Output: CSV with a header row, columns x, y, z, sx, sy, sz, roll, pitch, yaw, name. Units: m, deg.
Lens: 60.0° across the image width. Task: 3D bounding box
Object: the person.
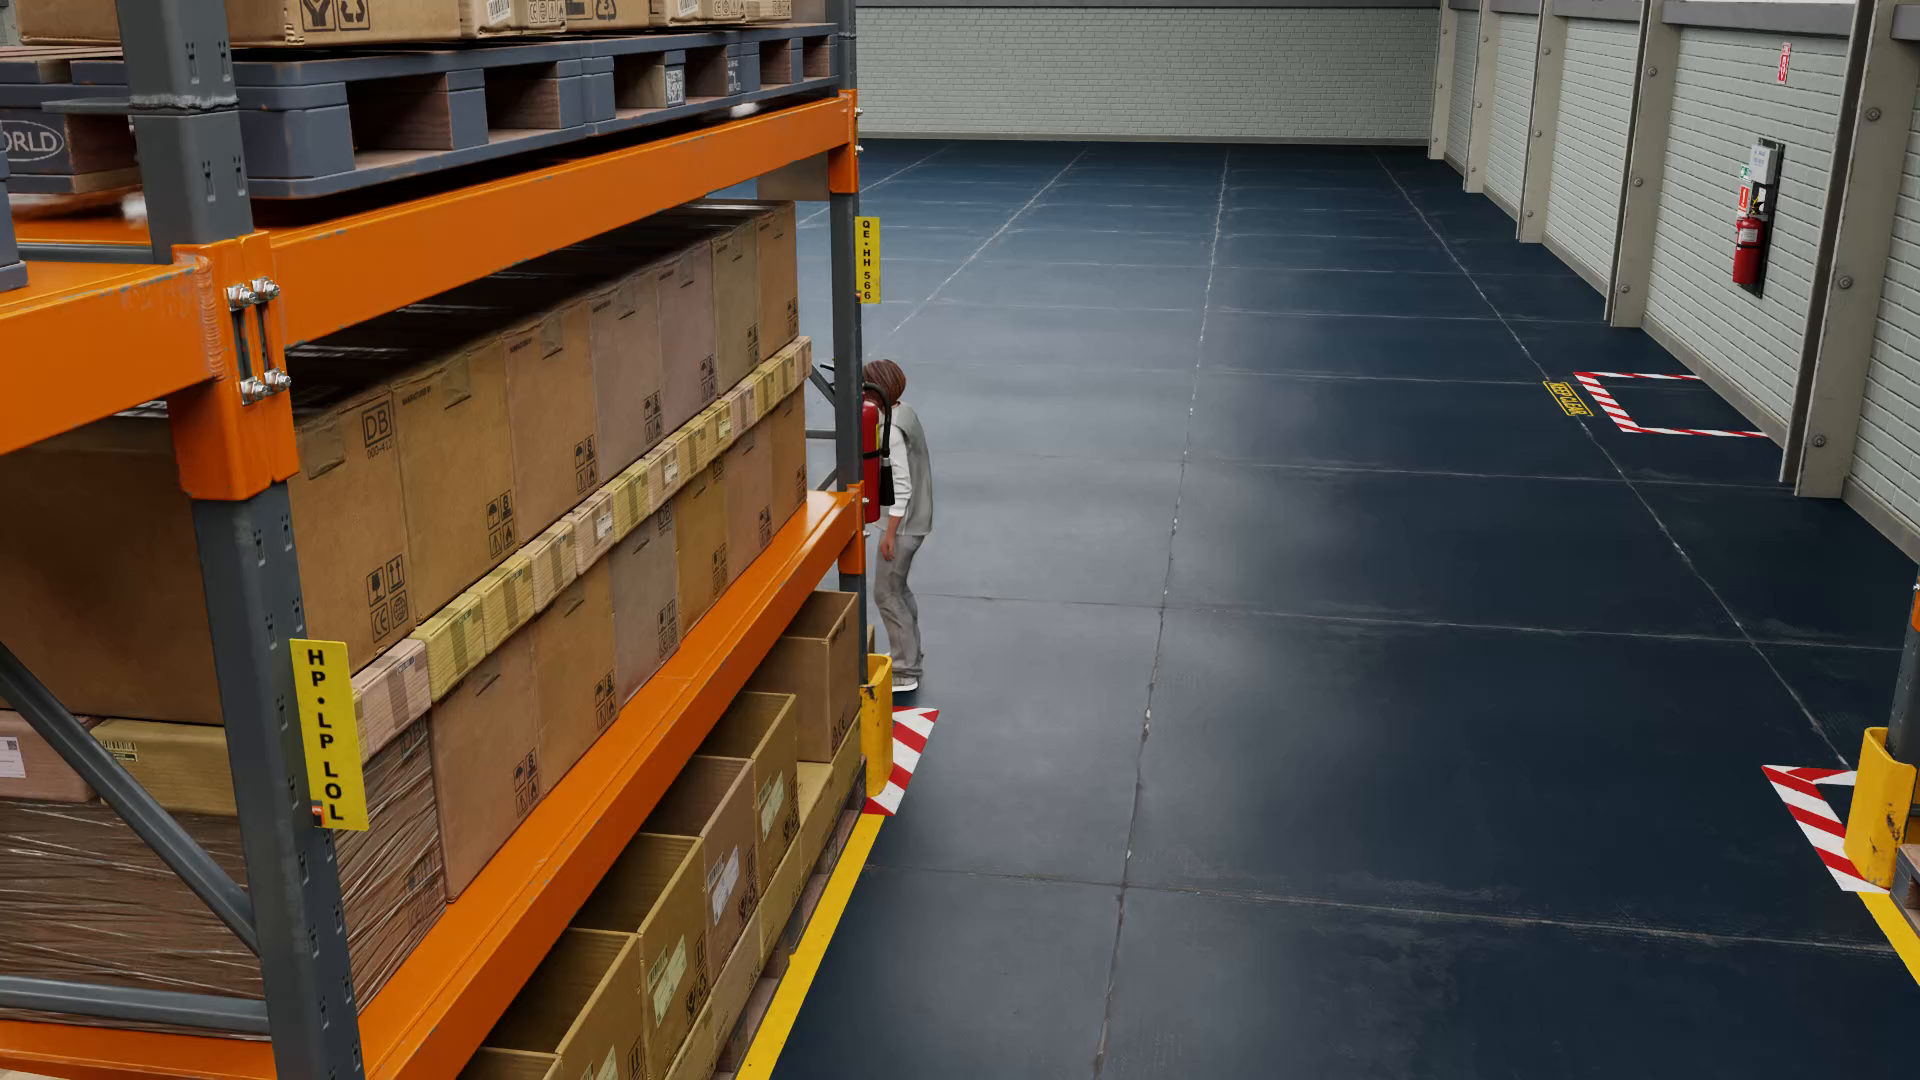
x,y,z,sx,sy,sz,roll,pitch,yaw,name
-0.298,-0.067,7.780,0.345,1.591,0.478,1,18,2,person
